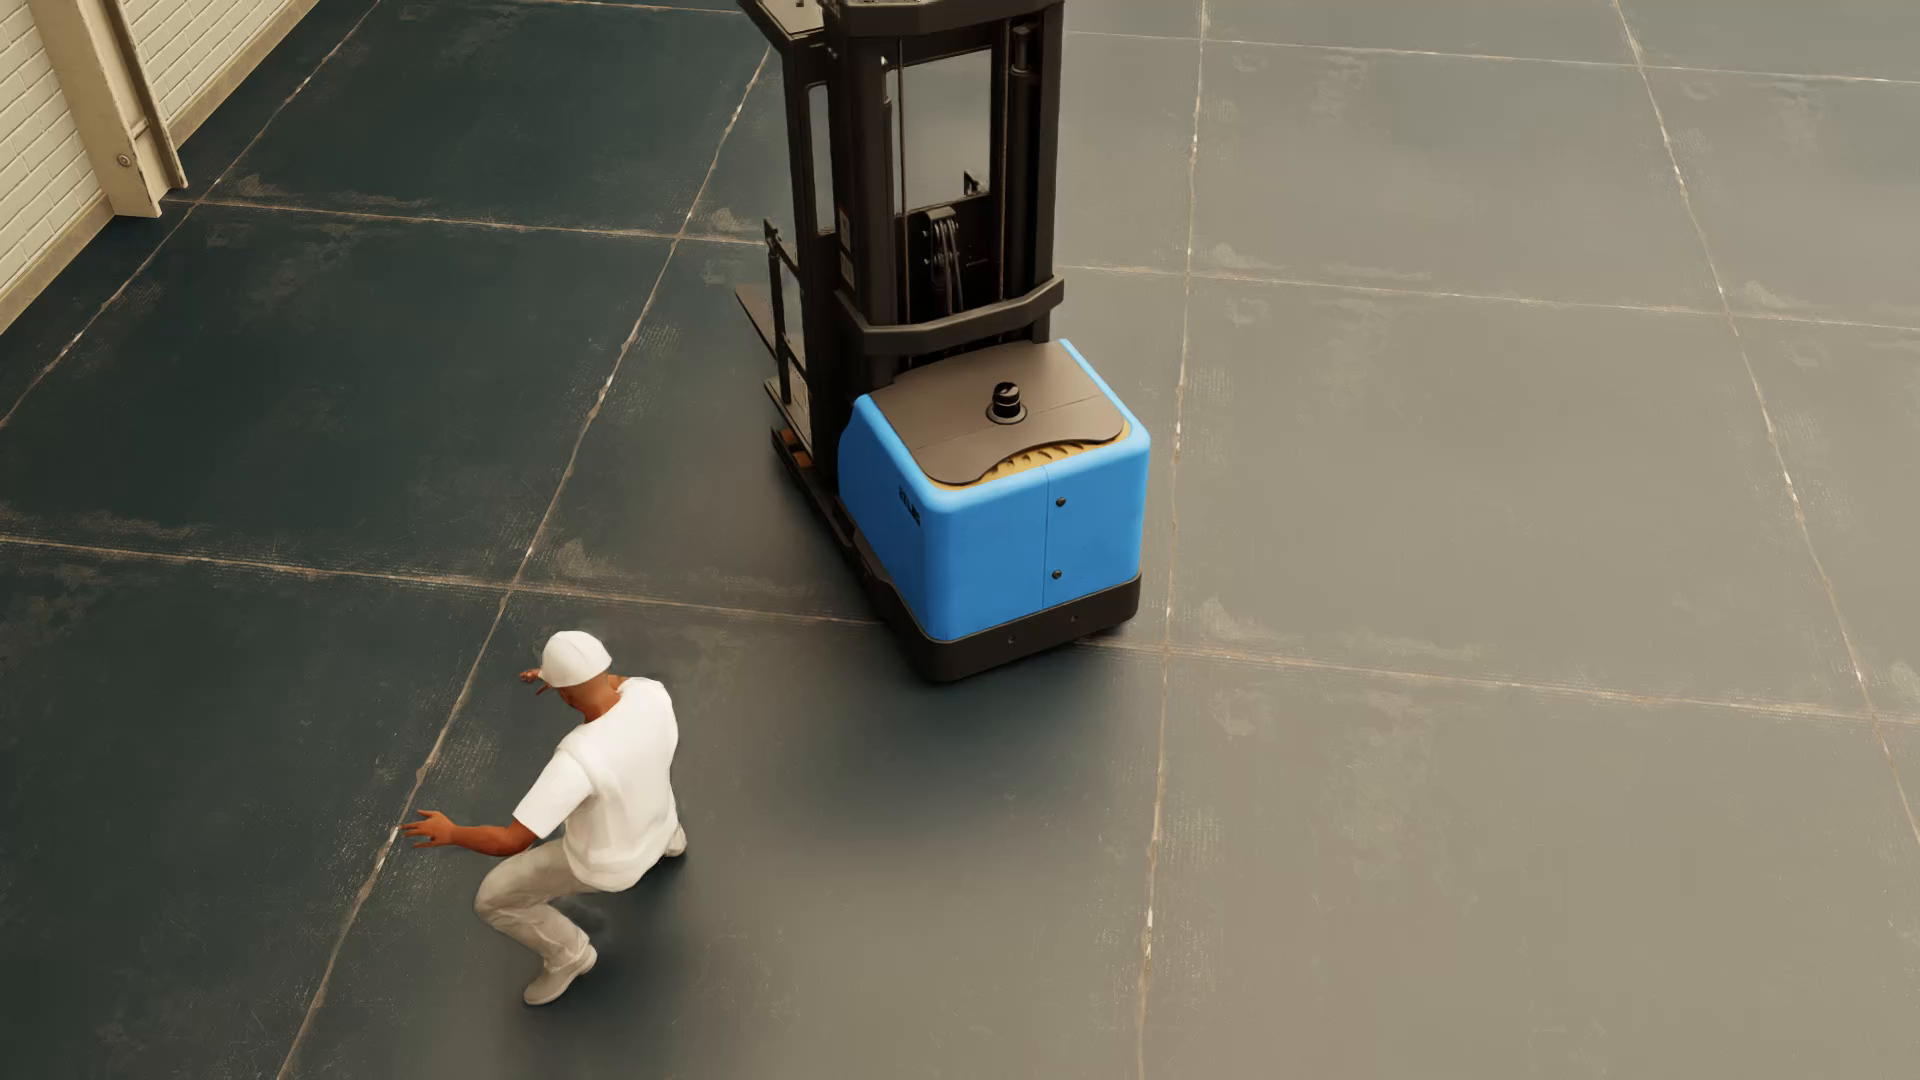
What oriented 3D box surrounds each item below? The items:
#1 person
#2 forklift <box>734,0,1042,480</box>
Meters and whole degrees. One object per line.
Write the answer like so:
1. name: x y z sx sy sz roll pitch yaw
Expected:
1. person: -1.366 0.908 5.762 0.780 1.550 1.019 21 47 21
2. forklift: -0.281 -1.474 7.329 1.121 2.935 3.031 -18 45 -18
